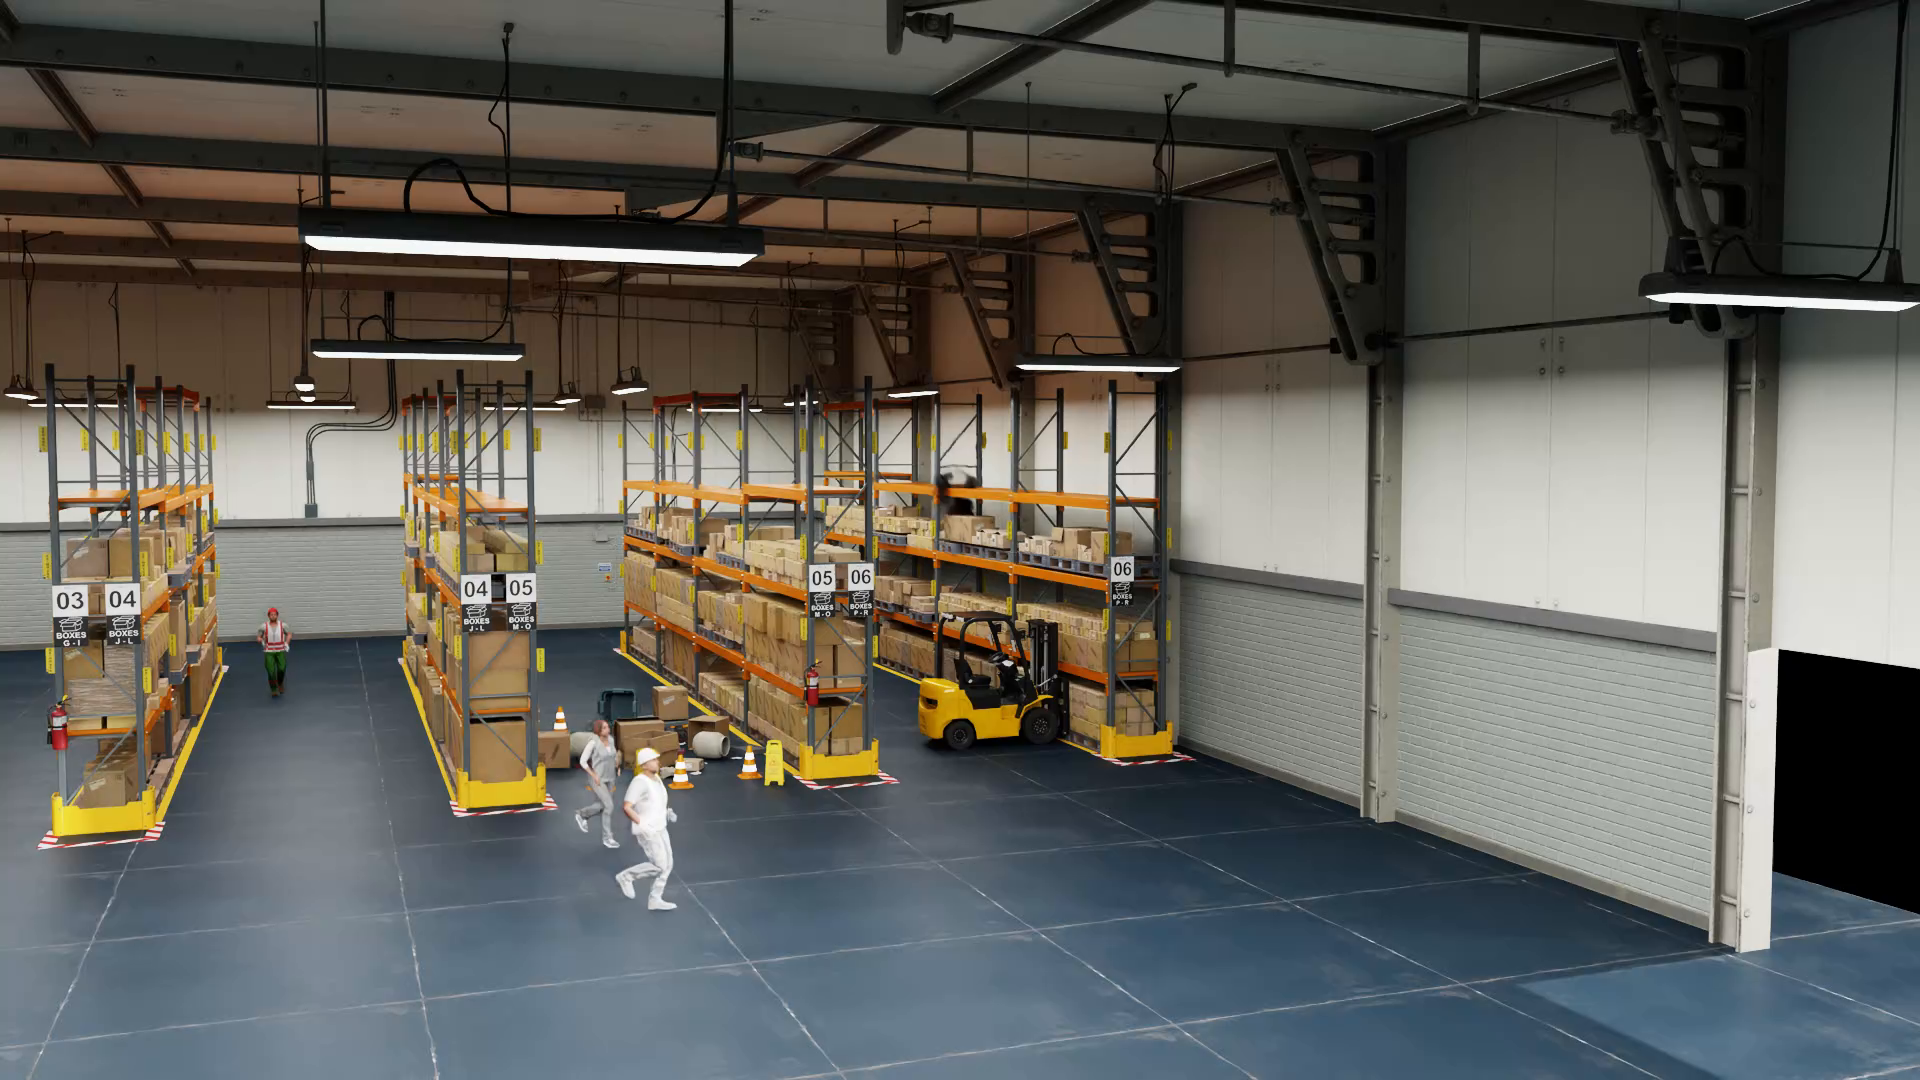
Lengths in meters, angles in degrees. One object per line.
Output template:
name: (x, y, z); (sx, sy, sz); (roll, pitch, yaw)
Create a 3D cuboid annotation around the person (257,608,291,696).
person: (-13.481, 2.207, 32.722); (0.639, 1.741, 0.581); (-1, 4, -24)

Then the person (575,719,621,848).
person: (-4.511, 3.002, 20.681); (0.735, 1.593, 0.540); (2, 4, 31)

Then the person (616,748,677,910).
person: (-3.353, 3.093, 17.804); (0.637, 1.740, 0.702); (1, 3, 9)
